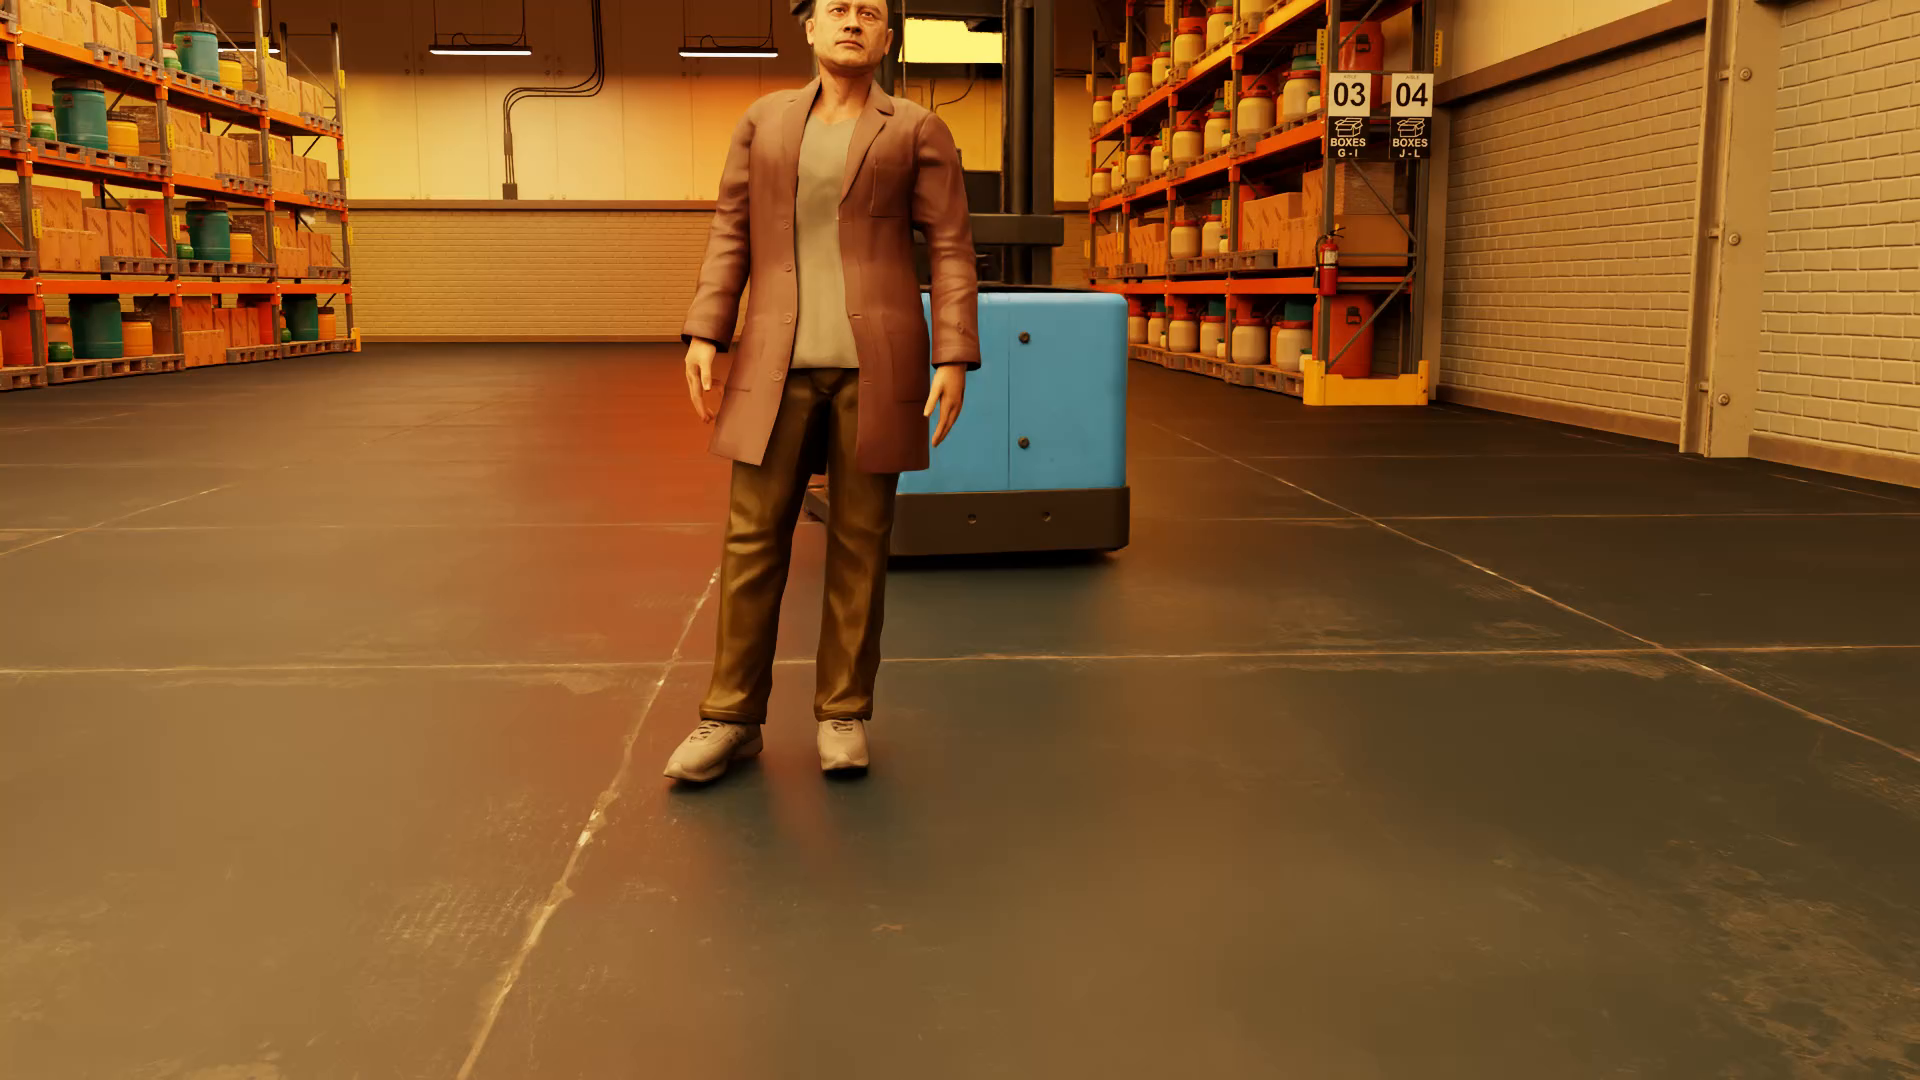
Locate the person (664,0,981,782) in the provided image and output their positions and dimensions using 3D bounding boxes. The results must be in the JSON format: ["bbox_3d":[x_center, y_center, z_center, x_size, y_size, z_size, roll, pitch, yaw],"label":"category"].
[{"bbox_3d":[-0.304,-0.369,3.720,0.695,1.768,0.582,1,8,6],"label":"person"}]

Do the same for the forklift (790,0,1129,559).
[{"bbox_3d":[-0.176,-1.547,7.747,1.130,2.935,3.031,-2,9,-14],"label":"forklift"}]
